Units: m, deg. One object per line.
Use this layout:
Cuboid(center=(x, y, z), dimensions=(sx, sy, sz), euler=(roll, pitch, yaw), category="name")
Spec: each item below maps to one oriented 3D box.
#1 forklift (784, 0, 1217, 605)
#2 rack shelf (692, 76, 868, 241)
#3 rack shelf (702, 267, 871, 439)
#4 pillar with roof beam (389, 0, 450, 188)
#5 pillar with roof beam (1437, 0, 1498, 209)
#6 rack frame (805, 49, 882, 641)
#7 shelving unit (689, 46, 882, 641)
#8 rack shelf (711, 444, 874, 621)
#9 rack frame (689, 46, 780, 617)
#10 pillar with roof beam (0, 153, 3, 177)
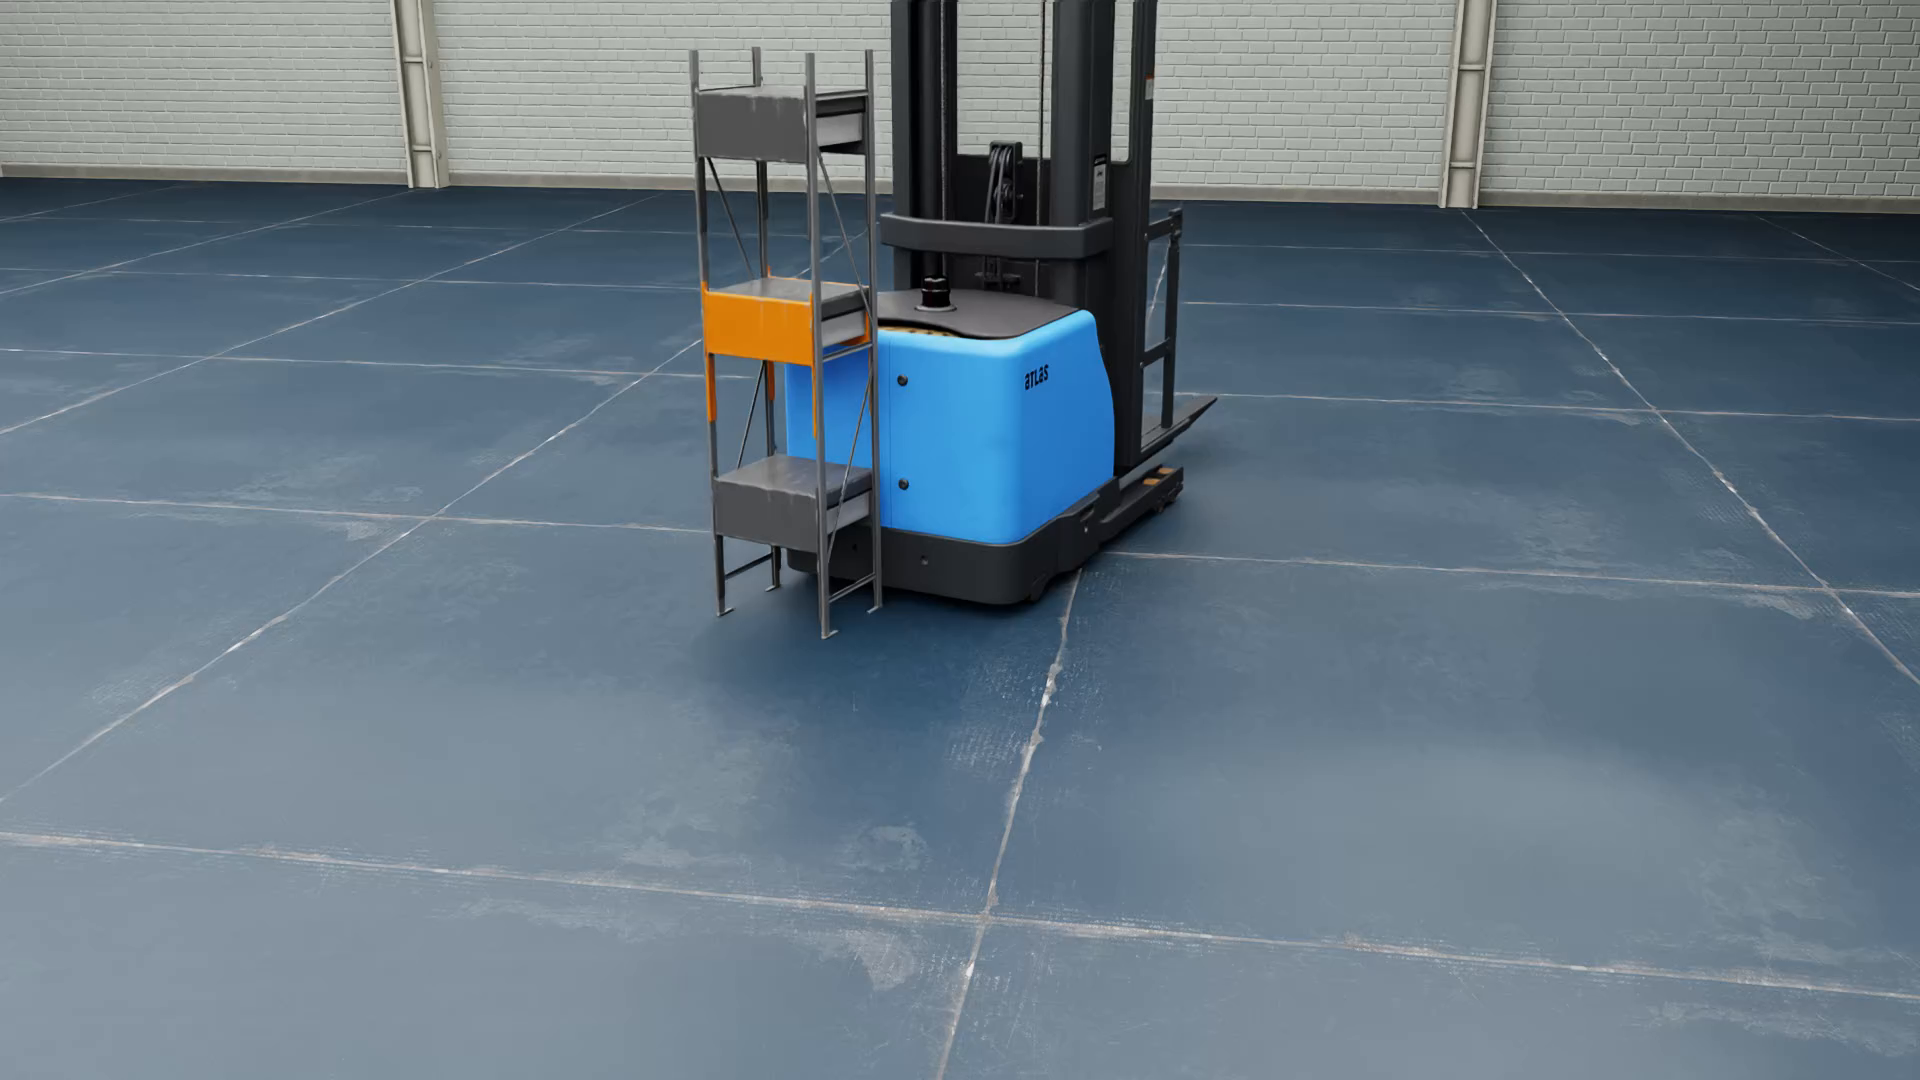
Cuboid(center=(0.402, -1.567, 7.367), dimensions=(1.130, 2.935, 3.031), euler=(9, 20, 25), category="forklift")
Cuboid(center=(-0.622, -1.366, 5.913), dimensions=(0.480, 0.518, 0.431), euler=(10, 21, 28), category="rack shelf")
Cuboid(center=(-0.622, -0.702, 6.135), dimensions=(0.480, 0.518, 0.431), euler=(10, 21, 28), category="rack shelf")
Cuboid(center=(-7.076, -7.183, 14.587), dimensions=(0.400, 9.000, 9.100), euler=(3, 19, 9), category="pillar with roof beam")
Cuboid(center=(4.773, -6.579, 12.782), dimensions=(0.400, 9.000, 9.100), euler=(3, 19, 9), category="pillar with roof beam")
Cuboid(center=(-0.410, -0.677, 6.017), dimensions=(0.015, 2.100, 0.400), euler=(10, 21, 28), category="rack frame")
Cuboid(center=(-0.622, -0.715, 6.131), dimensions=(0.503, 2.100, 0.431), euler=(10, 21, 28), category="shelving unit")
Cuboid(center=(-0.622, -0.038, 6.357), dimensions=(0.480, 0.518, 0.431), euler=(10, 21, 28), category="rack shelf")
Cuboid(center=(-0.834, -0.753, 6.245), dimensions=(0.015, 2.100, 0.400), euler=(10, 21, 28), category="rack frame")
Cuboid(center=(-13.000, -7.485, 15.490), dimensions=(0.400, 9.000, 9.100), euler=(3, 19, 9), category="pillar with roof beam")
